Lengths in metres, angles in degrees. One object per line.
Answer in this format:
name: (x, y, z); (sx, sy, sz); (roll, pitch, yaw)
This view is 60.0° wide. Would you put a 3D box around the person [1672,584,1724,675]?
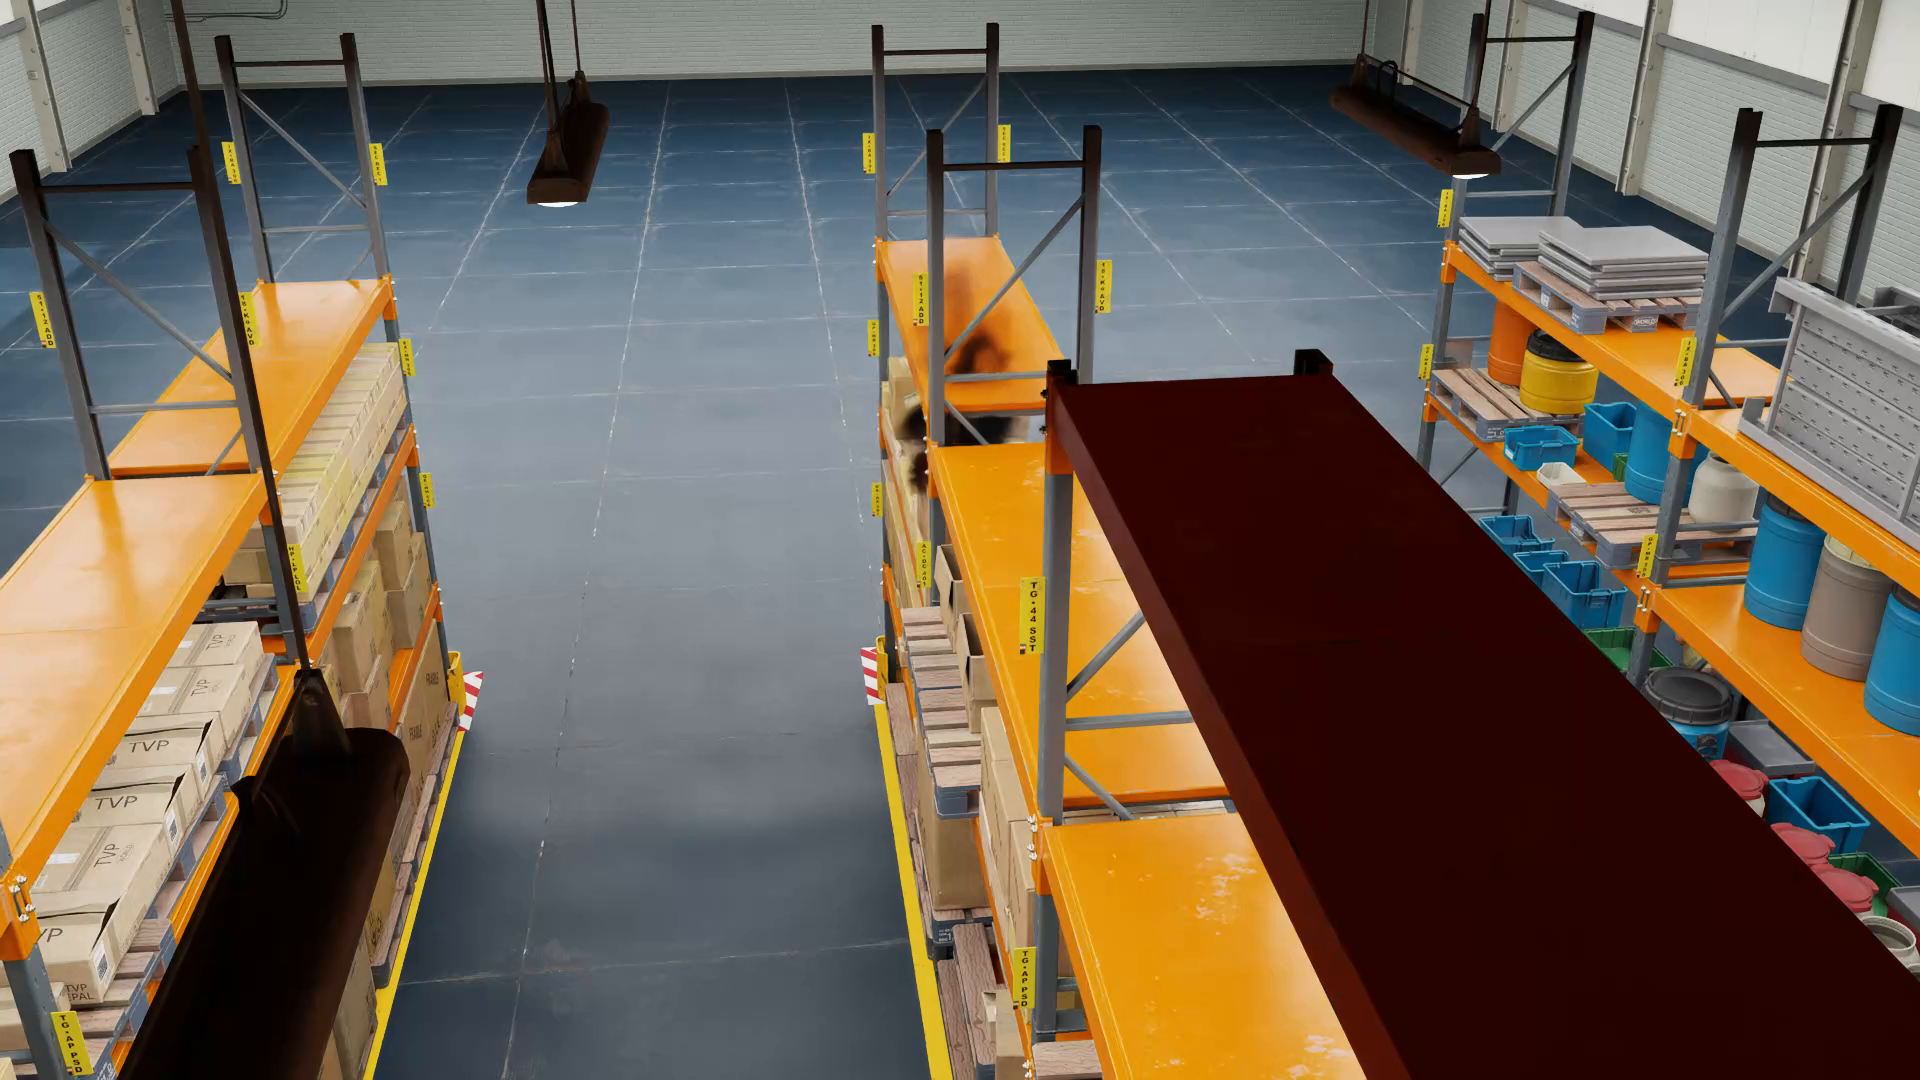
person: (6.360, 1.113, 14.271); (0.493, 1.700, 0.799); (-8, 27, -15)
